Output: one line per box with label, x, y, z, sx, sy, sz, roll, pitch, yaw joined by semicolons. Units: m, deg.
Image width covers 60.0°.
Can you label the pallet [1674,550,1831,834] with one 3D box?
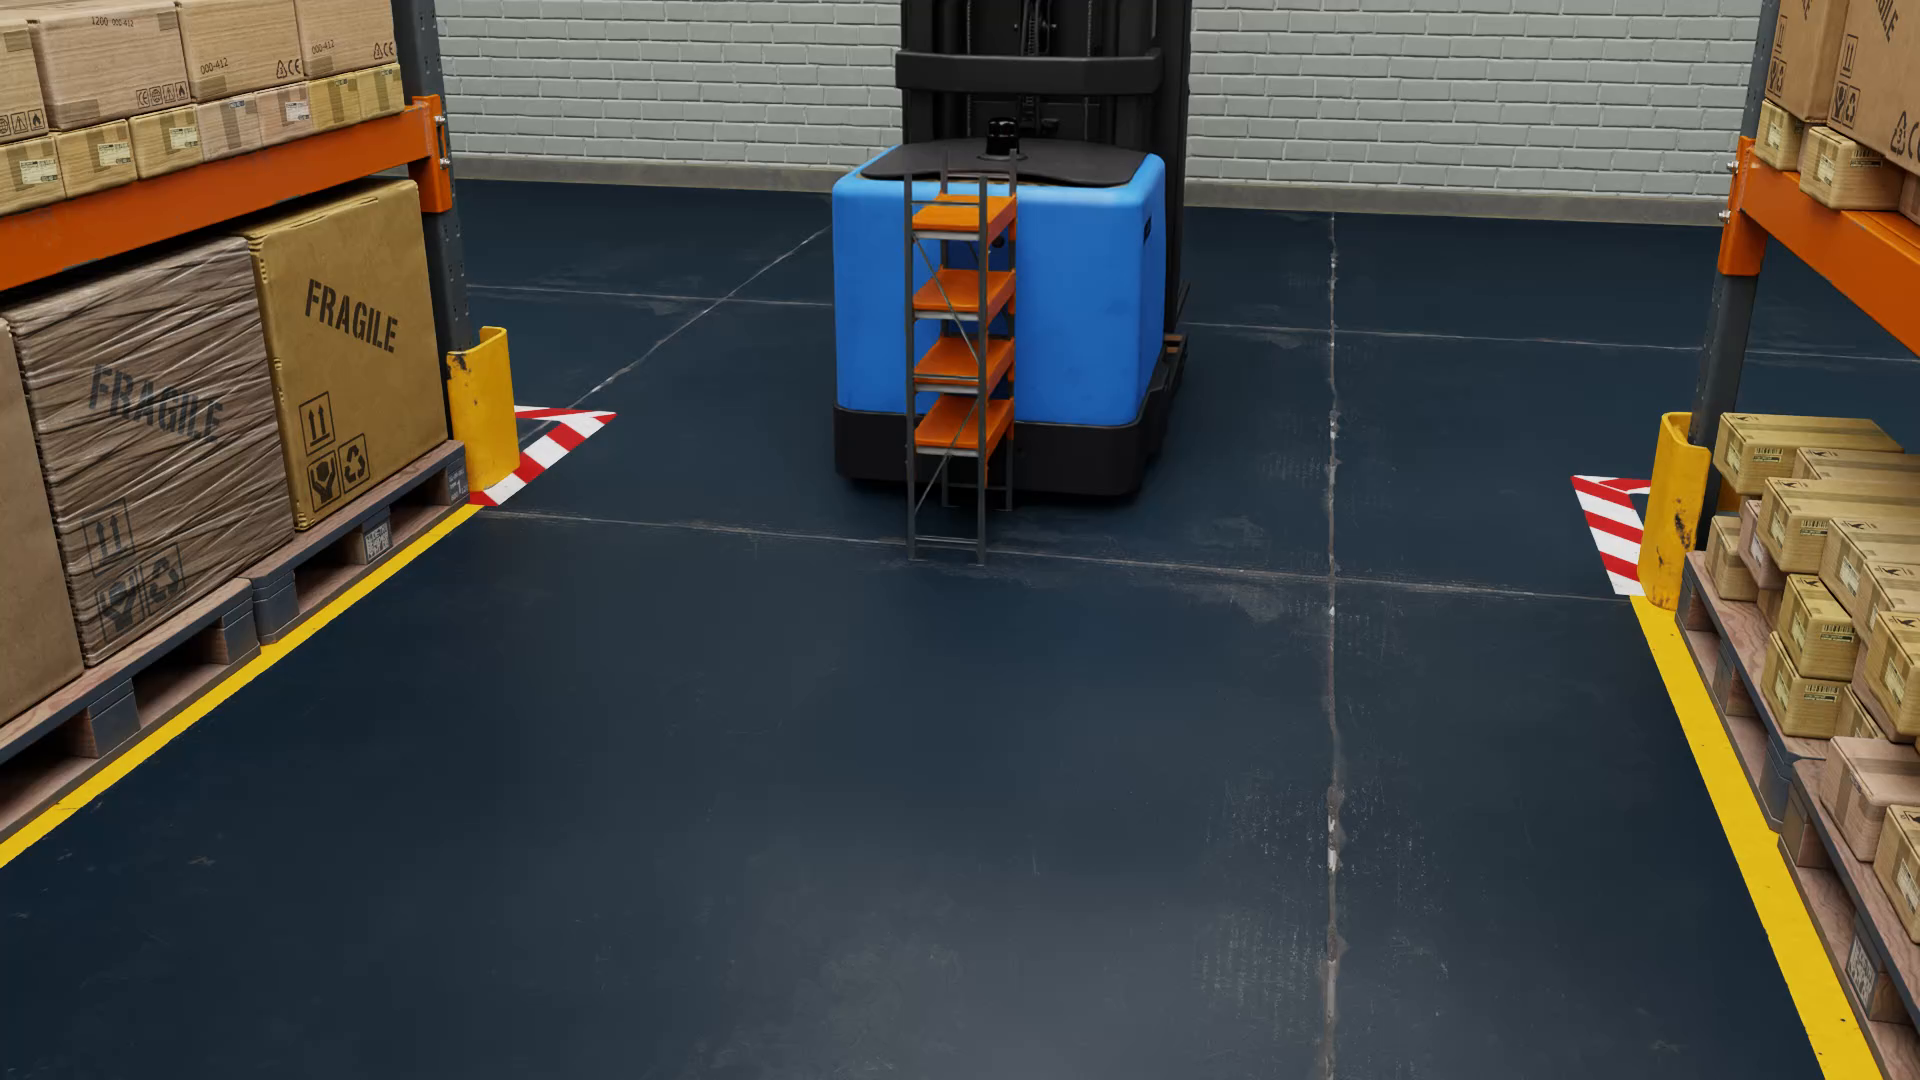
pallet;2.427;0.381;4.124;1.003;0.211;1.213;4;22;11

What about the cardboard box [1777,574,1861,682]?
cardboard box;2.052;0.205;3.685;0.380;0.149;0.250;5;23;13

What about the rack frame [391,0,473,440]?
rack frame;-2.192;-1.649;5.434;1.000;3.000;0.127;4;22;11

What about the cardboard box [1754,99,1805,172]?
cardboard box;2.256;-1.024;4.218;0.380;0.149;0.250;4;22;10

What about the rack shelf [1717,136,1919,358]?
rack shelf;2.235;-0.169;2.722;1.077;0.370;4.000;4;22;11

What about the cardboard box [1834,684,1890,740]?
cardboard box;2.087;0.439;3.501;0.380;0.149;0.250;5;22;11

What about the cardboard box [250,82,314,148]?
cardboard box;-2.046;-1.190;4.630;0.380;0.149;0.250;5;22;11

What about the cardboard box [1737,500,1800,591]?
cardboard box;2.173;0.023;4.137;0.380;0.149;0.250;4;22;11

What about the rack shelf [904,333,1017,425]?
rack shelf;0.008;-0.508;5.189;0.258;0.148;0.480;4;22;11

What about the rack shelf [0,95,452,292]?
rack shelf;-2.600;-0.584;3.752;1.077;0.370;4.000;4;22;11

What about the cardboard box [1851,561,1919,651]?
cardboard box;2.053;0.173;3.366;0.380;0.149;0.250;5;23;13

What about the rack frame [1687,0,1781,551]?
rack frame;2.643;-1.234;4.403;1.000;3.000;0.127;4;22;11

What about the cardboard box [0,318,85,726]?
cardboard box;-2.612;0.040;3.521;0.875;0.875;0.875;4;22;11

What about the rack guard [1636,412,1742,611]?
rack guard;2.627;-0.047;4.801;1.175;0.500;0.348;4;22;11

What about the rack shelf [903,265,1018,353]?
rack shelf;0.008;-0.716;5.105;0.258;0.148;0.480;4;22;11

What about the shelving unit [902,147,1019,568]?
shelving unit;0.008;-0.570;5.164;0.258;1.200;0.503;4;22;11

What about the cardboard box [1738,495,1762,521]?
cardboard box;2.285;-0.073;4.375;0.380;0.149;0.250;5;23;13

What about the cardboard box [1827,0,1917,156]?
cardboard box;2.196;-1.078;3.483;0.500;0.500;0.500;5;22;11

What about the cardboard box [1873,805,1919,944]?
cardboard box;1.920;0.627;3.035;0.380;0.149;0.250;4;22;11

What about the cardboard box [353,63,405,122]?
cardboard box;-1.942;-1.378;5.095;0.380;0.149;0.250;5;22;12

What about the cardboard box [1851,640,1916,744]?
cardboard box;2.090;0.309;3.426;0.380;0.149;0.250;3;22;8

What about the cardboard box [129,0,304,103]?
cardboard box;-2.135;-1.335;4.456;0.500;0.250;0.500;4;22;10

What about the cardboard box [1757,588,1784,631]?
cardboard box;2.249;0.162;4.189;0.380;0.149;0.250;4;22;11

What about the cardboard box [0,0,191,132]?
cardboard box;-2.239;-1.149;3.993;0.500;0.250;0.500;4;22;9

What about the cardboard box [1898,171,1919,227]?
cardboard box;2.218;-0.729;3.484;0.380;0.149;0.250;6;23;13

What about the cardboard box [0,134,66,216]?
cardboard box;-2.255;-0.819;3.707;0.380;0.149;0.250;5;22;12

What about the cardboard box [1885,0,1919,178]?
cardboard box;2.084;-0.900;3.040;0.500;0.500;0.500;5;22;12

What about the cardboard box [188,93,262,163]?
cardboard box;-2.098;-1.099;4.403;0.380;0.149;0.250;5;22;12

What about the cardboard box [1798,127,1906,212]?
cardboard box;2.137;-0.834;3.745;0.380;0.149;0.250;4;22;9

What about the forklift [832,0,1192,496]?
forklift;0.369;-2.025;6.457;1.130;2.935;3.031;4;22;11

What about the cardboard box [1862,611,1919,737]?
cardboard box;1.954;0.266;3.136;0.380;0.149;0.250;5;22;12

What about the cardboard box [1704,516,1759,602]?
cardboard box;2.223;0.060;4.442;0.380;0.149;0.250;5;22;12

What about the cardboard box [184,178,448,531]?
cardboard box;-2.244;-0.618;5.156;0.875;0.875;0.875;4;22;11

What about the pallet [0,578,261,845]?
pallet;-2.530;0.387;4.109;1.003;0.211;1.213;4;22;11

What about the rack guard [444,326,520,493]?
rack guard;-2.187;-0.499;5.923;1.175;0.500;0.348;4;22;11

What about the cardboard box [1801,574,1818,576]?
cardboard box;2.210;0.119;3.898;0.380;0.149;0.250;5;22;12

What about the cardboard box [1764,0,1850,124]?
cardboard box;2.281;-1.276;3.974;0.500;0.500;0.500;6;23;13

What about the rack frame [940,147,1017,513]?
rack frame;0.058;-0.660;5.386;0.240;1.200;0.015;4;22;11

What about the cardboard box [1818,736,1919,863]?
cardboard box;1.951;0.524;3.291;0.380;0.149;0.250;3;22;8

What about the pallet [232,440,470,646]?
pallet;-2.279;-0.058;5.214;1.003;0.211;1.213;4;22;11

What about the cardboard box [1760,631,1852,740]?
cardboard box;2.046;0.339;3.751;0.380;0.149;0.250;5;22;12

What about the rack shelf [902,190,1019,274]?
rack shelf;0.008;-0.935;5.017;0.258;0.148;0.480;4;22;11

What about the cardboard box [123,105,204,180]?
cardboard box;-2.149;-1.004;4.167;0.380;0.149;0.250;4;22;10

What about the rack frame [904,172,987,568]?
rack frame;-0.041;-0.481;4.942;0.240;1.200;0.015;4;22;11

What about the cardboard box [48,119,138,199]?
cardboard box;-2.202;-0.909;3.932;0.380;0.149;0.250;5;22;11

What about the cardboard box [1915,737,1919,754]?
cardboard box;2.076;0.412;3.172;0.380;0.149;0.250;6;23;14

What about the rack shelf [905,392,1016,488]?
rack shelf;0.008;-0.324;5.263;0.258;0.148;0.480;4;22;11

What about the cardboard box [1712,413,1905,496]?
cardboard box;2.203;-0.217;4.335;0.380;0.149;0.250;3;22;8

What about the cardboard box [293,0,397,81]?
cardboard box;-2.031;-1.520;4.916;0.500;0.250;0.500;4;22;10

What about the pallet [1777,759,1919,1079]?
pallet;2.176;0.826;3.020;1.003;0.211;1.213;4;22;11

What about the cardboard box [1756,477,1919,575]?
cardboard box;2.088;-0.025;3.857;0.380;0.149;0.250;4;22;11

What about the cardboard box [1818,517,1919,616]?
cardboard box;2.118;0.072;3.616;0.380;0.149;0.250;3;22;8

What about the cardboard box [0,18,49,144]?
cardboard box;-2.341;-0.958;3.520;0.500;0.250;0.500;4;22;11

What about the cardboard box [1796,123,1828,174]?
cardboard box;2.244;-0.928;3.979;0.380;0.149;0.250;5;23;13

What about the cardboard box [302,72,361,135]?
cardboard box;-1.994;-1.282;4.859;0.380;0.149;0.250;5;22;11

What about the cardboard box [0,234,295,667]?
cardboard box;-2.430;-0.286;4.330;0.875;0.875;0.875;4;22;11

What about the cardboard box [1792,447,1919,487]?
cardboard box;2.265;-0.107;4.062;0.380;0.149;0.250;5;22;12
